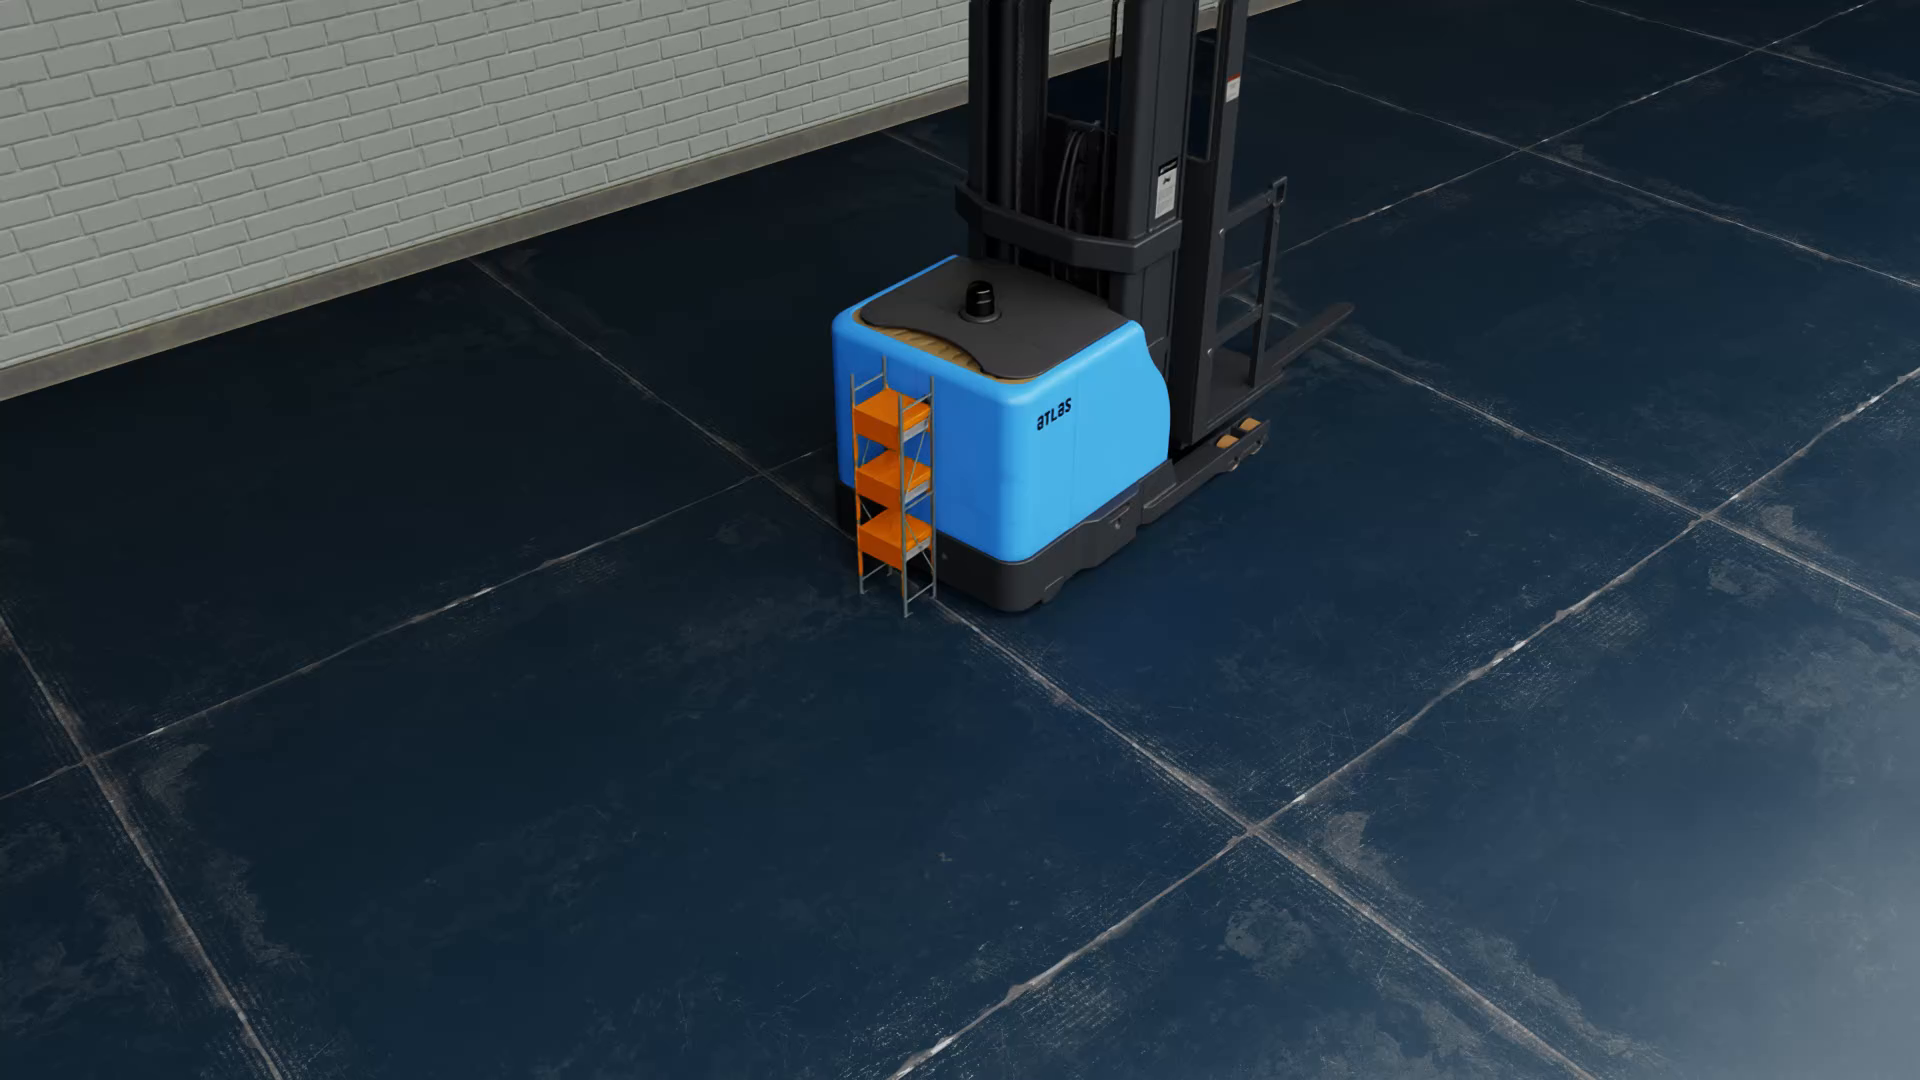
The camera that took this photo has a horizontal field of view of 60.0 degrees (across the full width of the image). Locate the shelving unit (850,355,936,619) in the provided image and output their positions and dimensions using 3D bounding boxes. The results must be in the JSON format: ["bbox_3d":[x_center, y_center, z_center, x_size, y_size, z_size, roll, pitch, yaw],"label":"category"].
[{"bbox_3d":[-0.259,-0.198,6.621,0.252,1.050,0.215,25,43,31],"label":"shelving unit"}]

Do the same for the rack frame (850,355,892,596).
[{"bbox_3d":[-0.353,-0.242,6.684,0.008,1.050,0.200,25,43,31],"label":"rack frame"}]

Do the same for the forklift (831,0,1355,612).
[{"bbox_3d":[0.803,-1.684,7.092,1.130,2.935,3.031,26,43,32],"label":"forklift"}]

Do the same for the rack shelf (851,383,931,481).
[{"bbox_3d":[-0.259,-0.420,6.463,0.240,0.259,0.215,25,43,31],"label":"rack shelf"}]

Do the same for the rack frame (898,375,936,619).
[{"bbox_3d":[-0.164,-0.153,6.557,0.008,1.050,0.200,25,43,31],"label":"rack frame"}]

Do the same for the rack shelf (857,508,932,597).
[{"bbox_3d":[-0.259,0.038,6.787,0.240,0.259,0.215,25,43,31],"label":"rack shelf"}]

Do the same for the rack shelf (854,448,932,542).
[{"bbox_3d":[-0.259,-0.189,6.627,0.240,0.259,0.215,25,43,31],"label":"rack shelf"}]
